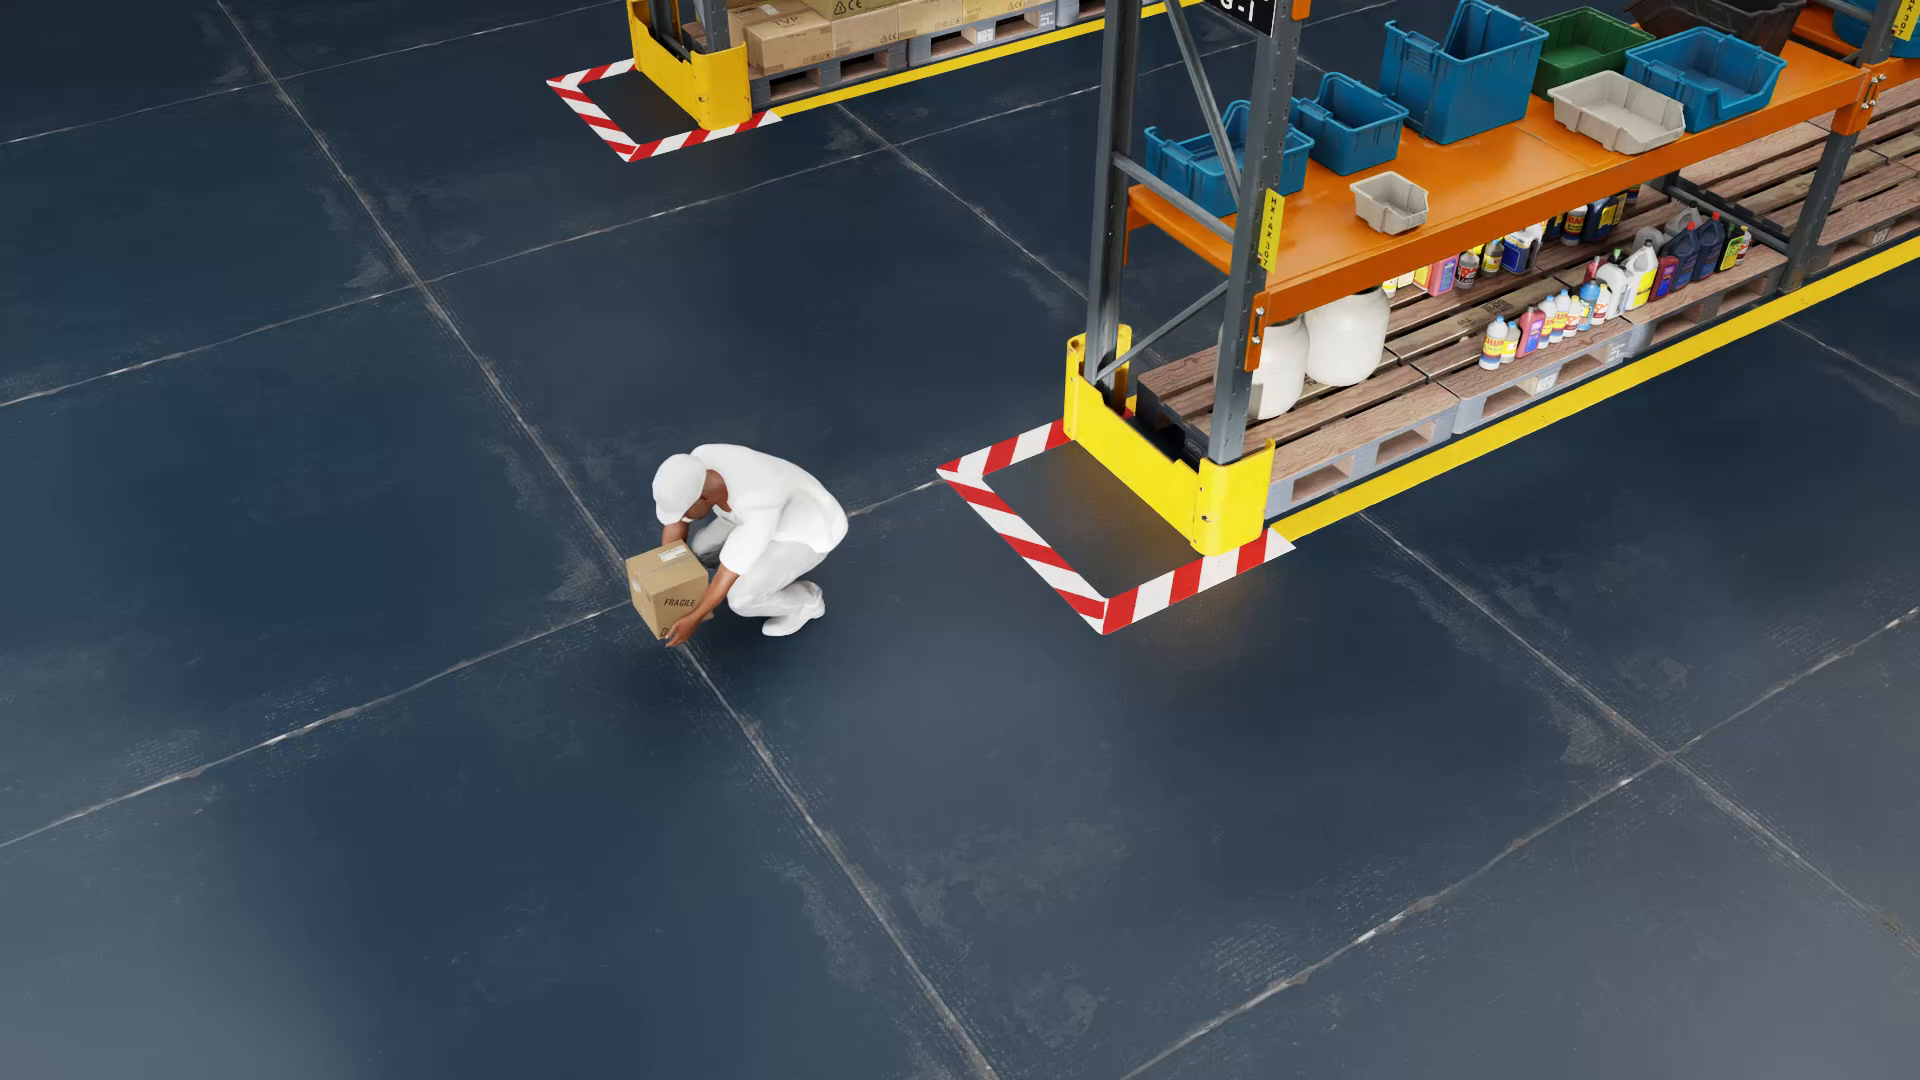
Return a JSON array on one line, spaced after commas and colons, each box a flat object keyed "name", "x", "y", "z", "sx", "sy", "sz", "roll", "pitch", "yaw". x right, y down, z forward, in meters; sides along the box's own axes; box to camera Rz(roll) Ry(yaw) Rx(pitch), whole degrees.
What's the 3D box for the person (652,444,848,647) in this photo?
[{"name": "person", "x": -0.888, "y": -0.039, "z": 6.783, "sx": 0.887, "sy": 0.998, "sz": 0.583, "roll": -23, "pitch": 45, "yaw": -24}]
